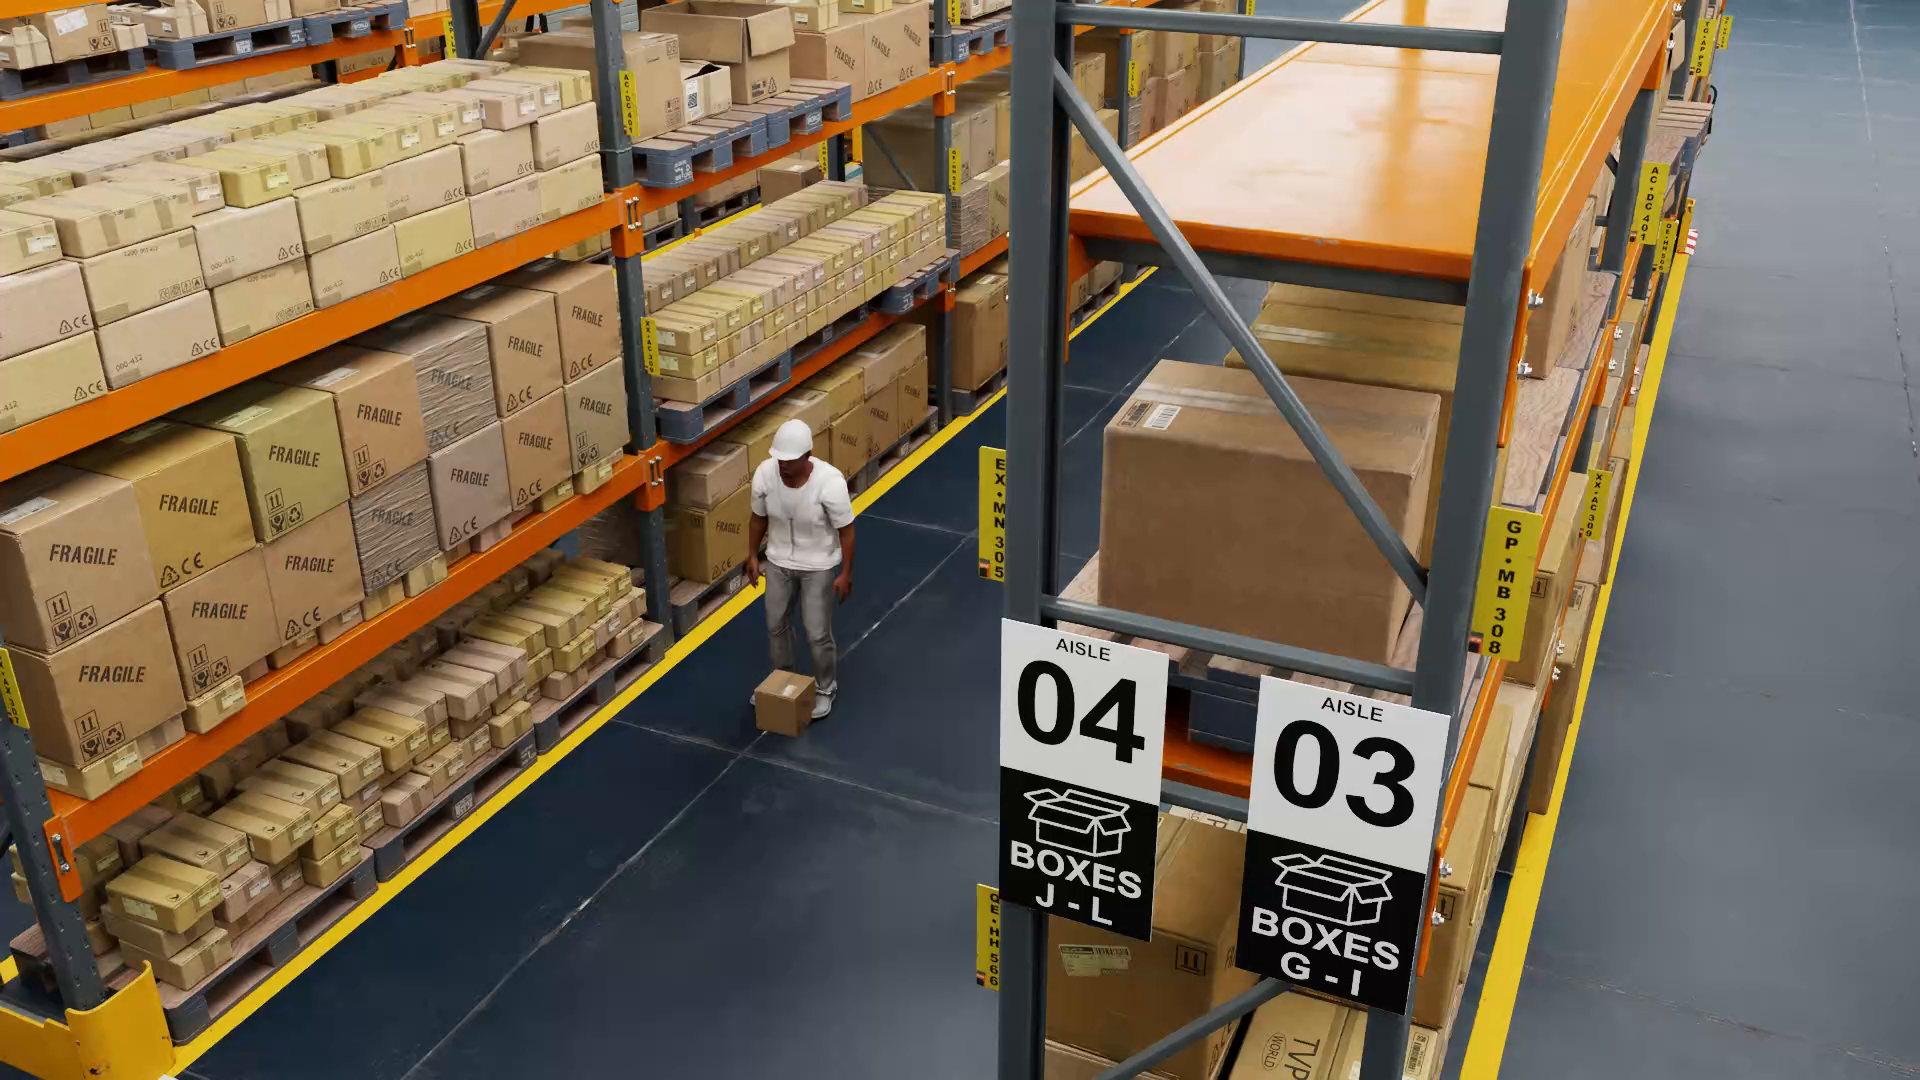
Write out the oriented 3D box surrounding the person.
[{"bbox_3d":[-0.881,0.141,9.122,0.632,1.759,0.461,10,28,19],"label":"person"}]
